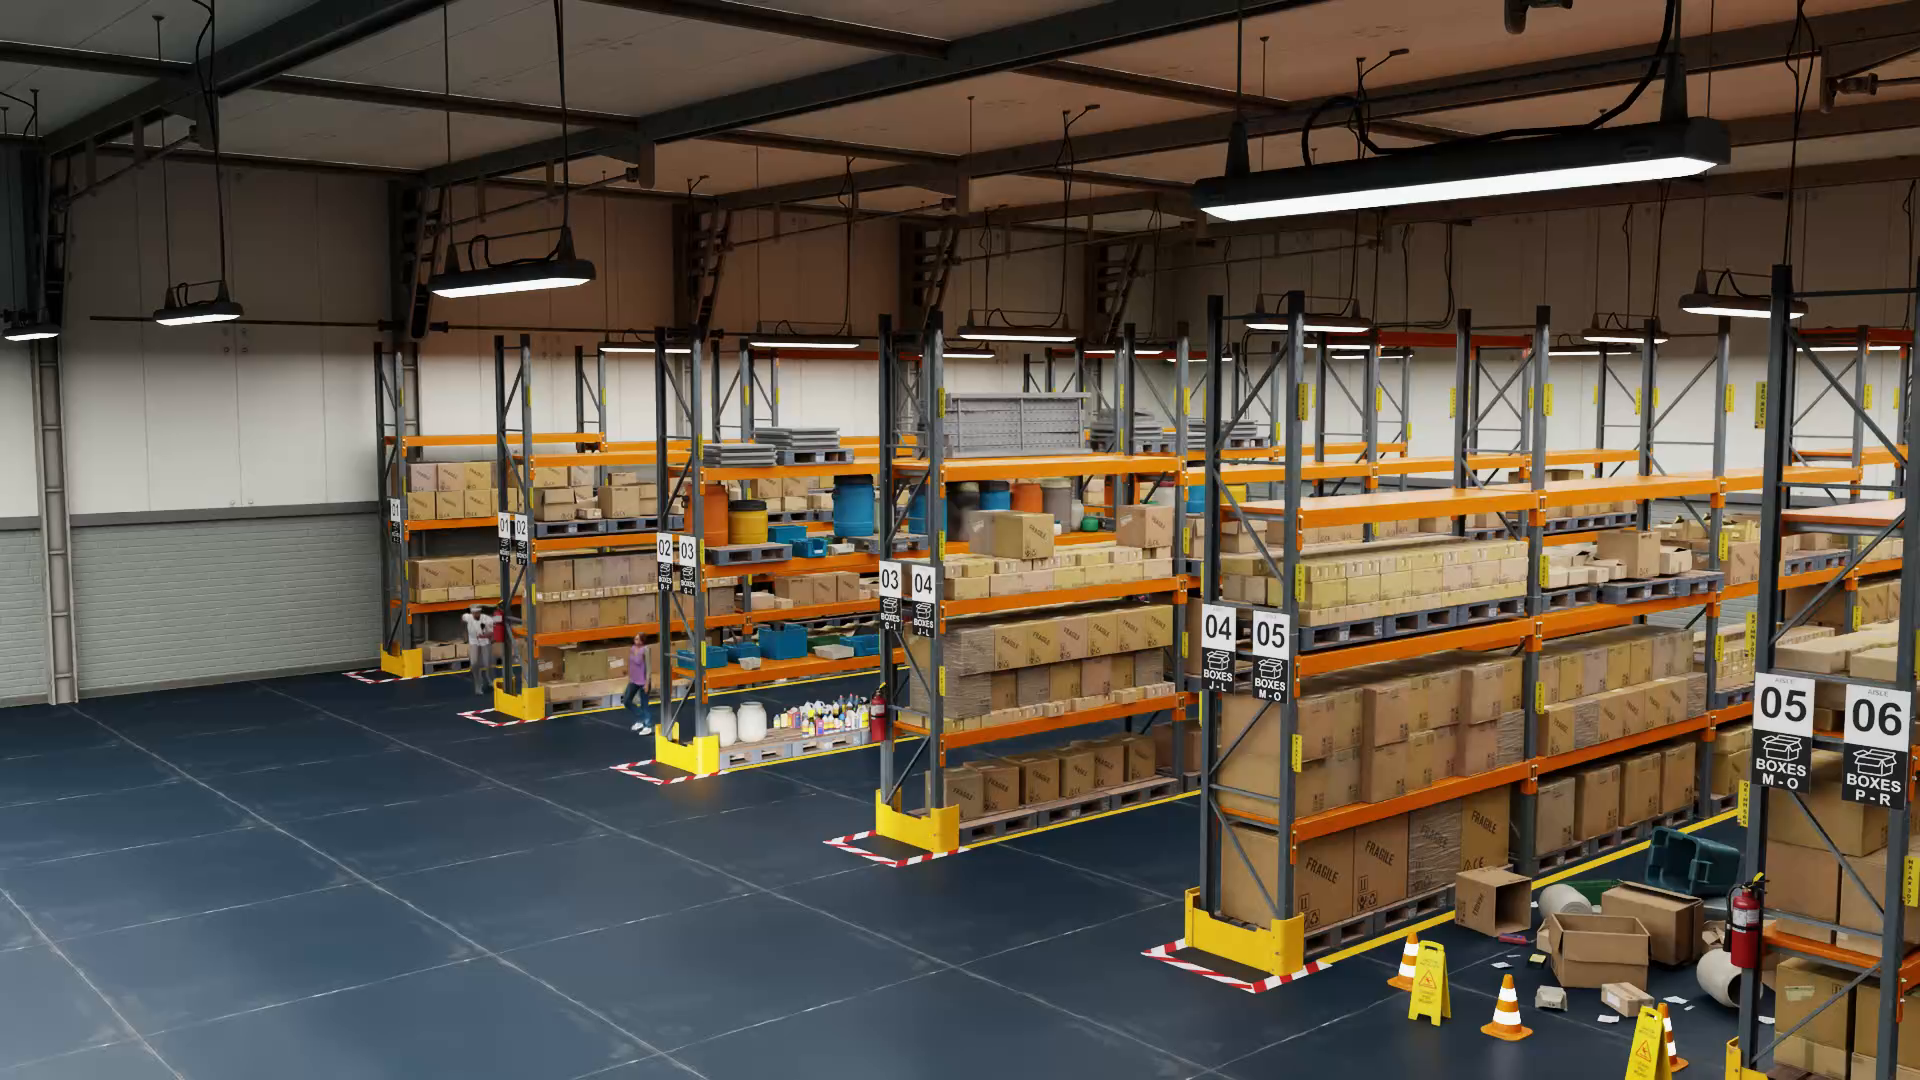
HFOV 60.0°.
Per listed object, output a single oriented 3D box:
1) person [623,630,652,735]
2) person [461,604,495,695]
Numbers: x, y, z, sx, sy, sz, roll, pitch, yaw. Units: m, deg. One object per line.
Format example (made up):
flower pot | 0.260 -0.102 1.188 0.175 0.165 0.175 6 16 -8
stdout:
person | -4.739 2.116 24.678 0.509 1.582 0.454 4 6 35
person | -8.160 1.841 28.308 0.623 1.608 0.945 0 5 0
